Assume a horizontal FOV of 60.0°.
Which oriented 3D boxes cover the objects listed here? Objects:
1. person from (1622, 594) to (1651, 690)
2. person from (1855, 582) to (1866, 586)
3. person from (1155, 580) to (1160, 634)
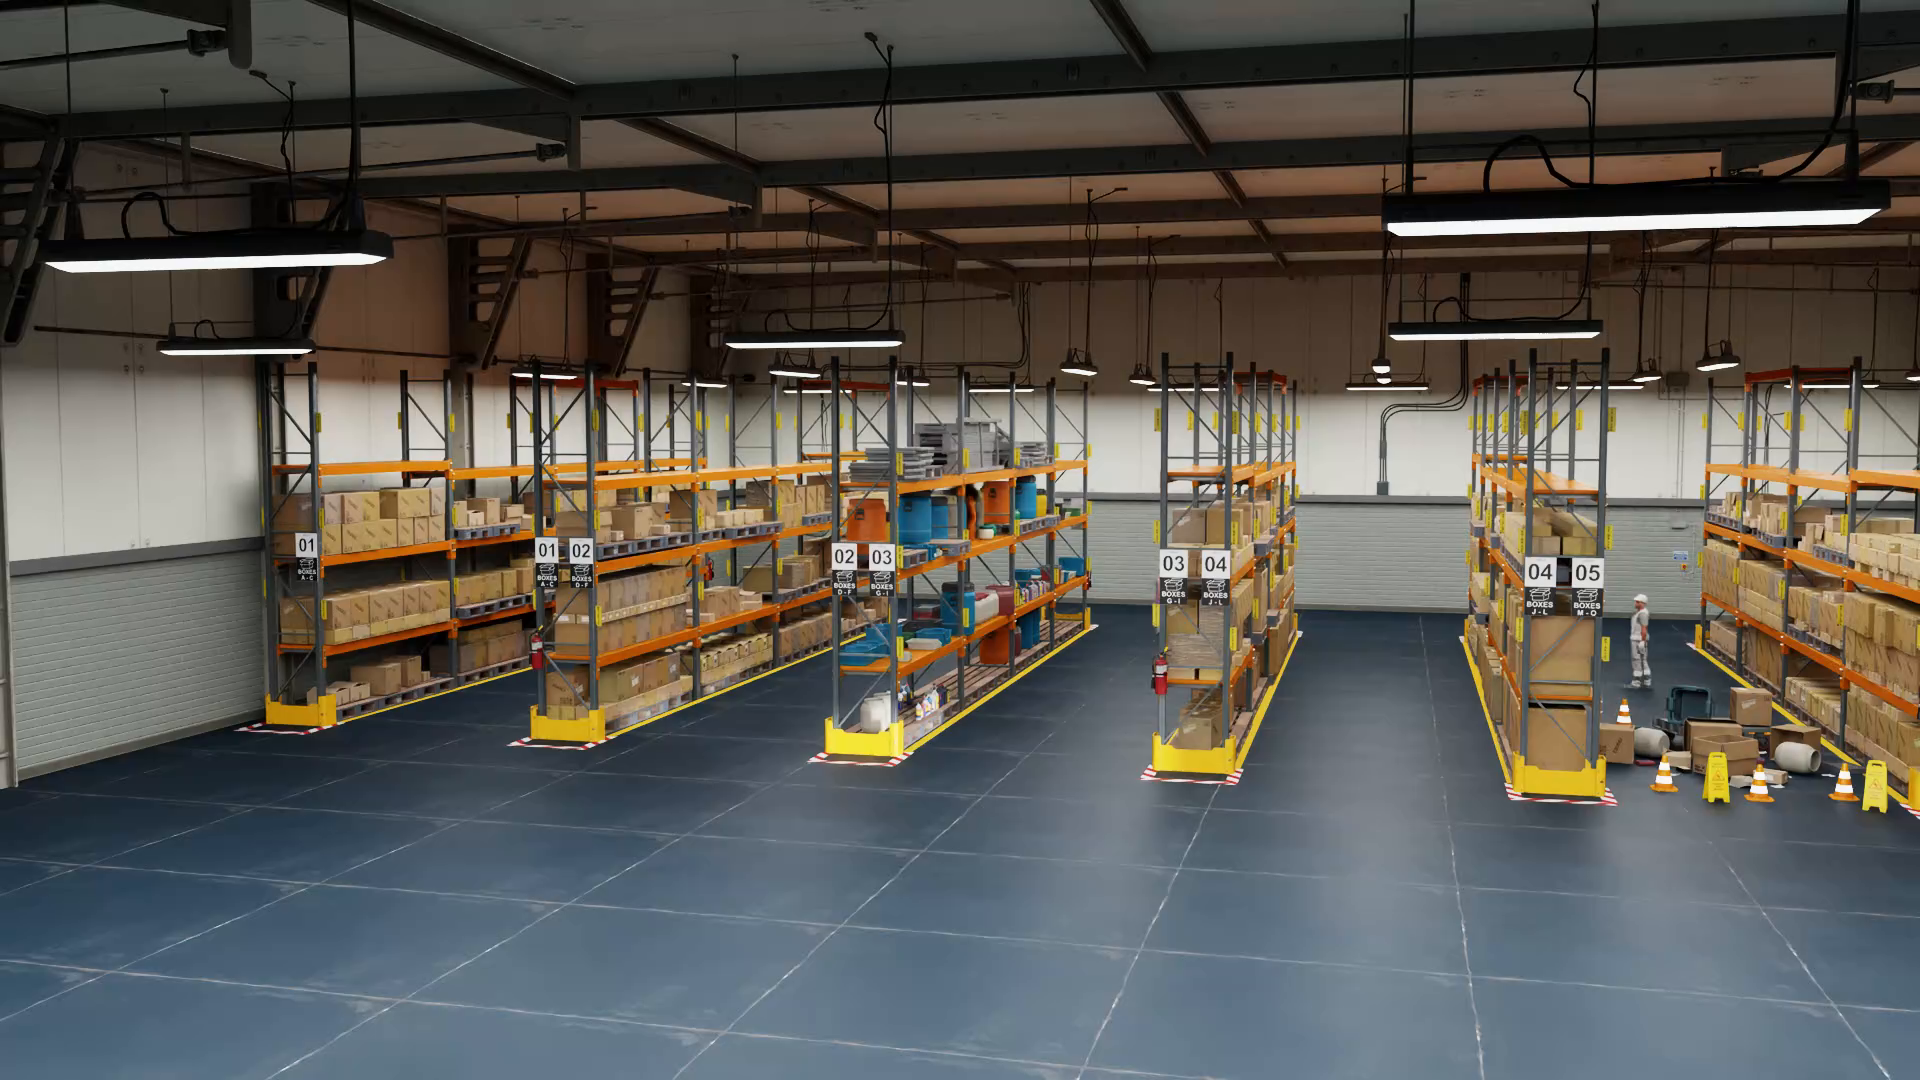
[{"bbox_3d":[12.775,1.915,31.295,0.450,1.798,0.577,3,5,38],"label":"person"},{"bbox_3d":[20.564,1.539,37.939,0.657,1.567,0.479,1,4,15],"label":"person"},{"bbox_3d":[4.758,1.467,38.821,0.428,1.592,0.479,1,4,9],"label":"person"}]
